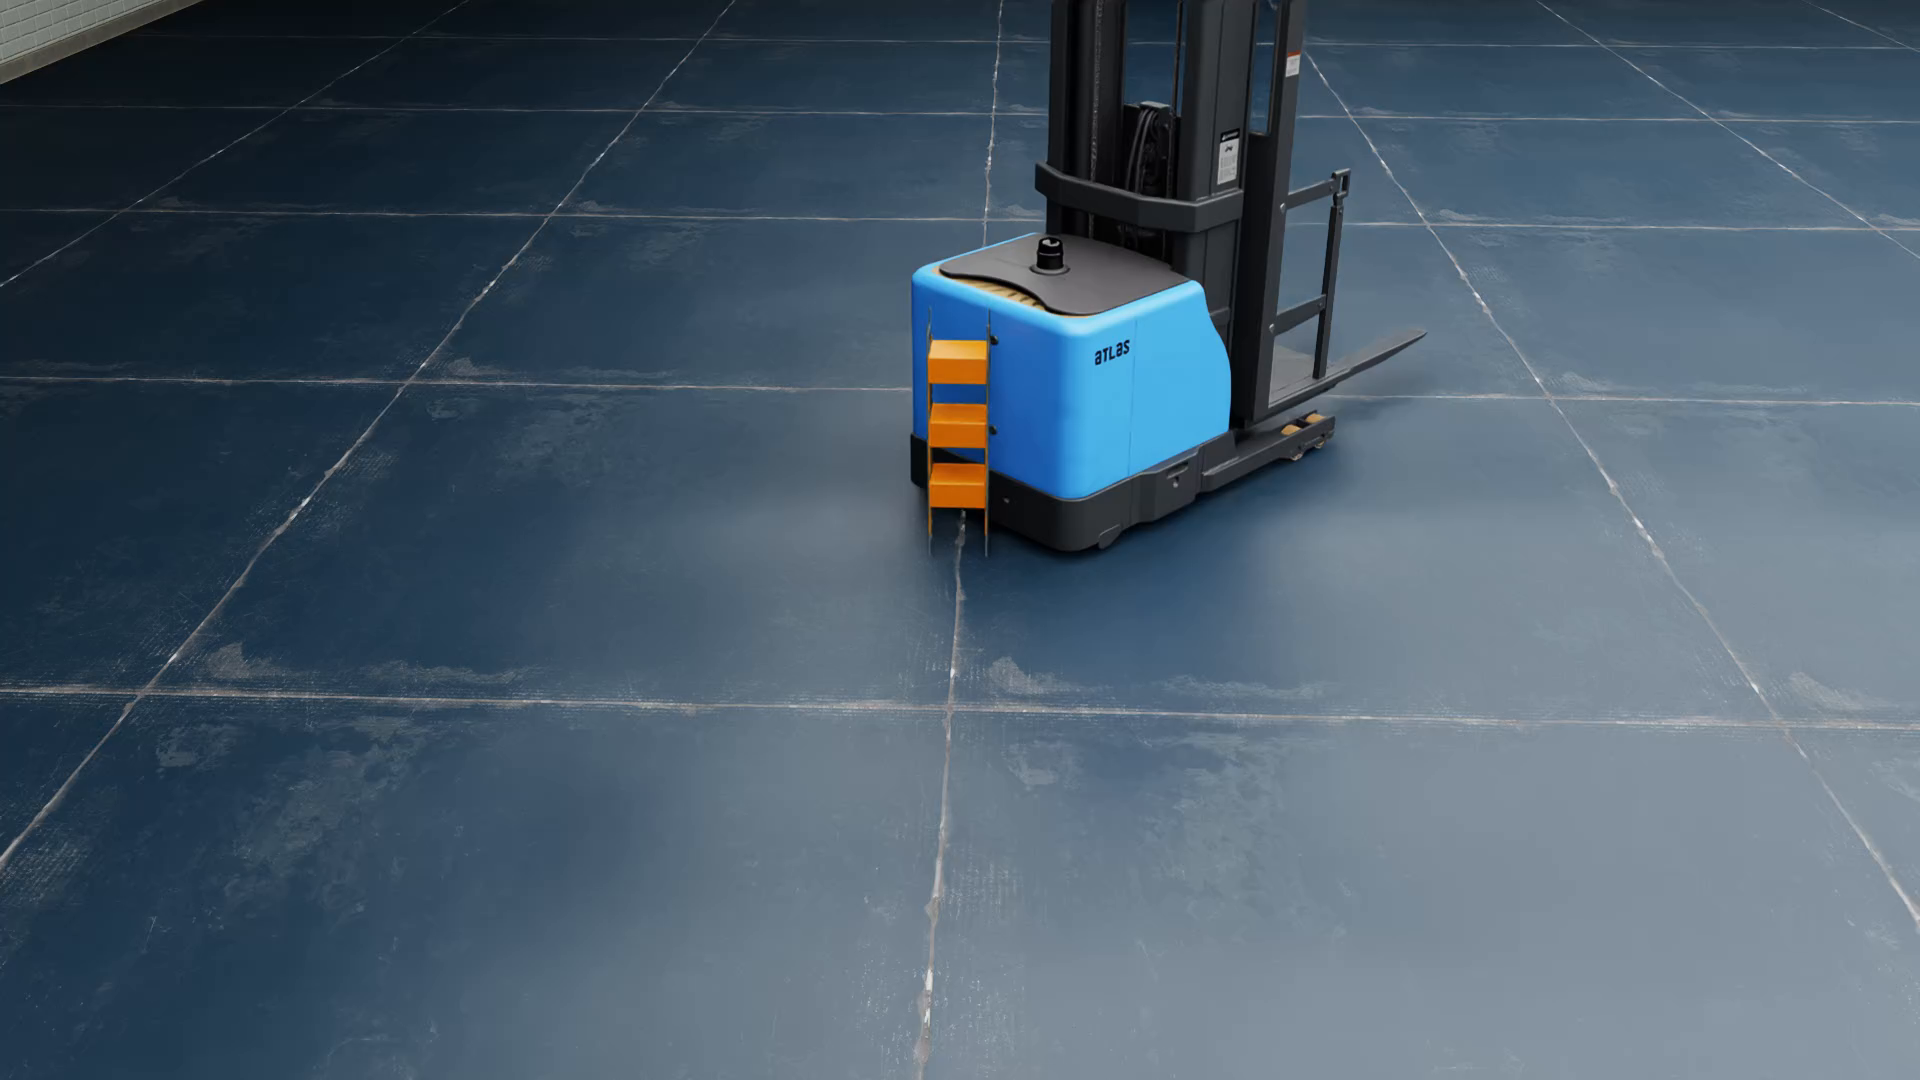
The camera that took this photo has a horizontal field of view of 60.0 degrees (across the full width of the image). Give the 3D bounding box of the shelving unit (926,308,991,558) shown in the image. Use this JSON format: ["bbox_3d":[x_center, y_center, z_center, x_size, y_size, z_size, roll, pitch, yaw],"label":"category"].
[{"bbox_3d":[-0.005,-0.437,6.954,0.252,1.050,0.215,1,28,2],"label":"shelving unit"}]

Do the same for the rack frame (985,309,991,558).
[{"bbox_3d":[0.117,-0.435,6.950,0.008,1.050,0.200,1,28,2],"label":"rack frame"}]

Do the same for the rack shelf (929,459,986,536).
[{"bbox_3d":[-0.005,-0.183,7.089,0.240,0.259,0.215,1,28,2],"label":"rack shelf"}]

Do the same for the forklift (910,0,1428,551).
[{"bbox_3d":[1.181,-1.833,7.578,3.031,2.935,1.130,-24,36,-38],"label":"forklift"}]

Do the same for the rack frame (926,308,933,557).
[{"bbox_3d":[-0.127,-0.440,6.959,0.008,1.050,0.200,1,28,2],"label":"rack frame"}]

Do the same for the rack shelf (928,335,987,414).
[{"bbox_3d":[-0.005,-0.679,6.826,0.240,0.259,0.215,1,28,2],"label":"rack shelf"}]

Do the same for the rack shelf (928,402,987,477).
[{"bbox_3d":[-0.005,-0.428,6.959,0.240,0.259,0.215,1,28,2],"label":"rack shelf"}]
